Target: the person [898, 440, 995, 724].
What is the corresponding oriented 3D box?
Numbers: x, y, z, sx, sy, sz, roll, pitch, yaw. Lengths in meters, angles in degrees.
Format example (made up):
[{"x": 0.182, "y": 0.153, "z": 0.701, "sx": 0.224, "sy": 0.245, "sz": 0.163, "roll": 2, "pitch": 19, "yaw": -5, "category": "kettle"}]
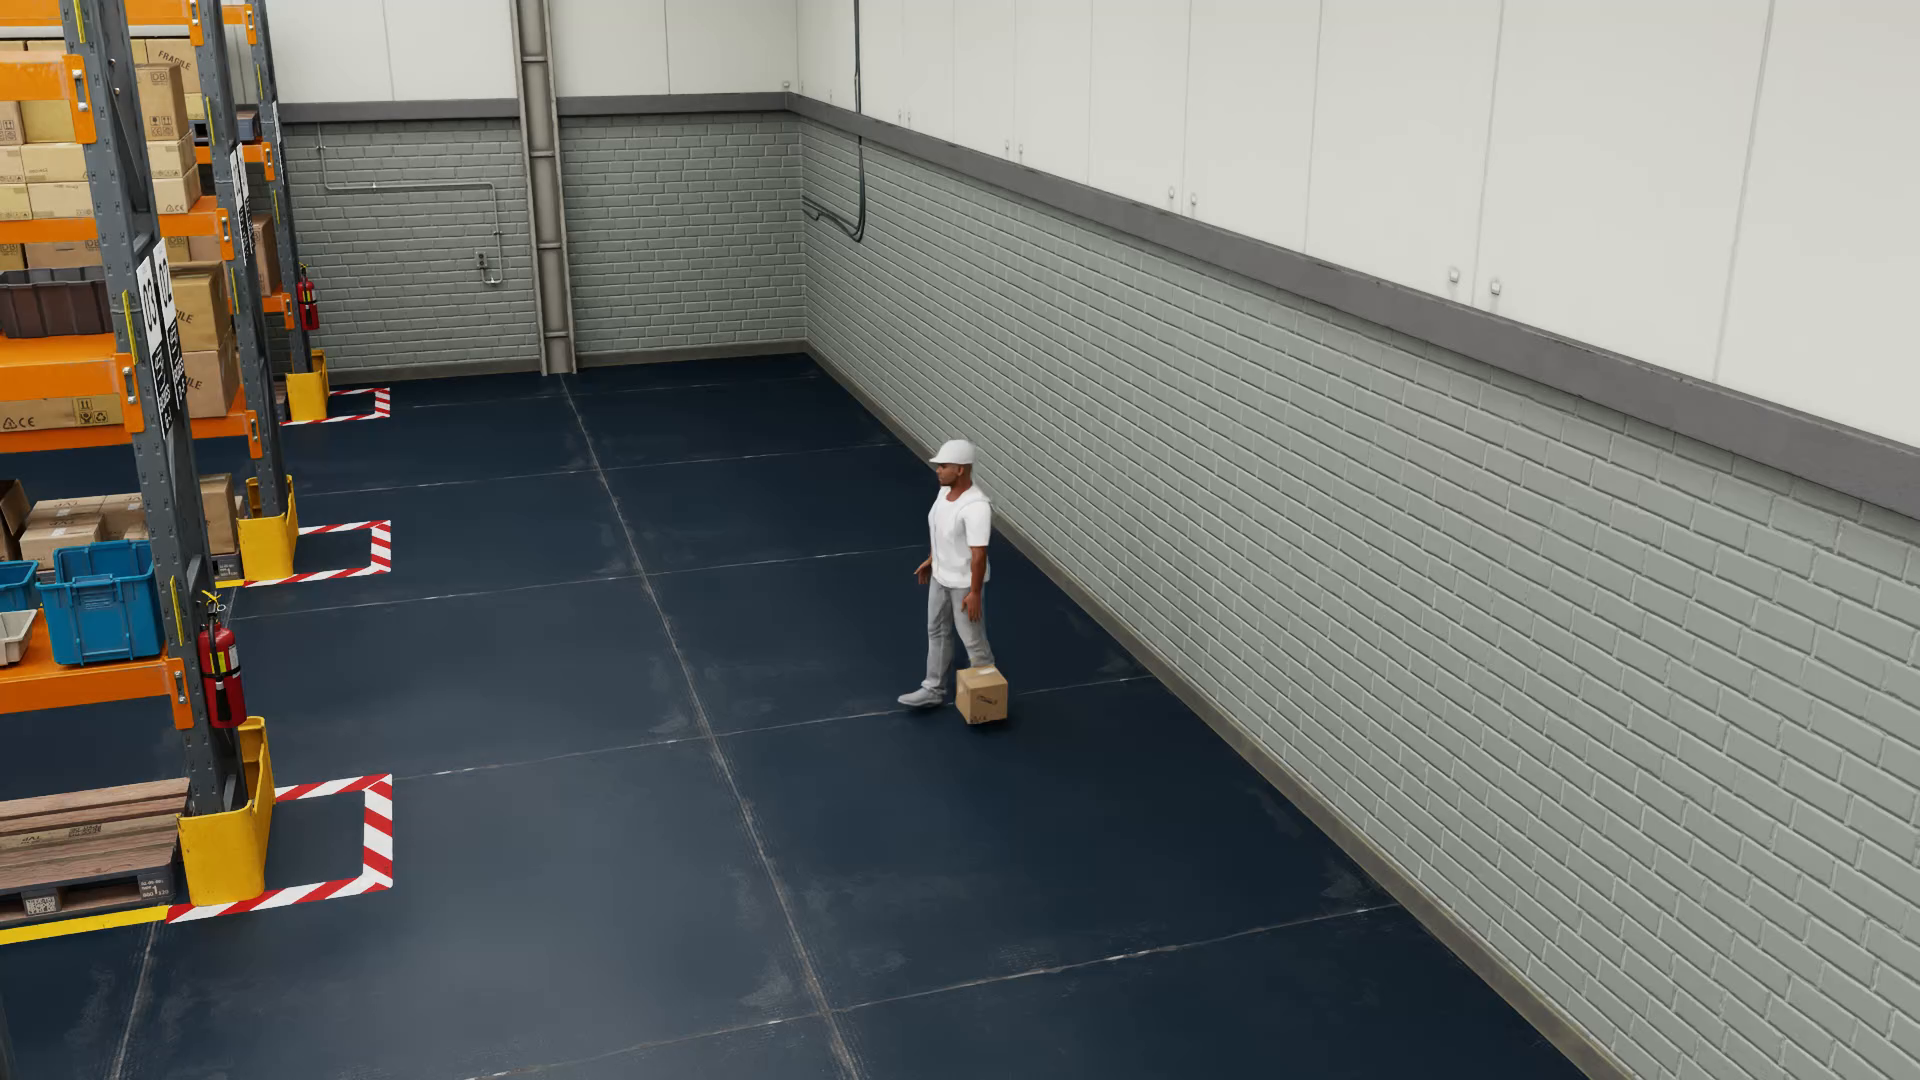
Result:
[{"x": -0.080, "y": 0.240, "z": 10.262, "sx": 0.561, "sy": 1.765, "sz": 0.669, "roll": -9, "pitch": 21, "yaw": -24, "category": "person"}]
